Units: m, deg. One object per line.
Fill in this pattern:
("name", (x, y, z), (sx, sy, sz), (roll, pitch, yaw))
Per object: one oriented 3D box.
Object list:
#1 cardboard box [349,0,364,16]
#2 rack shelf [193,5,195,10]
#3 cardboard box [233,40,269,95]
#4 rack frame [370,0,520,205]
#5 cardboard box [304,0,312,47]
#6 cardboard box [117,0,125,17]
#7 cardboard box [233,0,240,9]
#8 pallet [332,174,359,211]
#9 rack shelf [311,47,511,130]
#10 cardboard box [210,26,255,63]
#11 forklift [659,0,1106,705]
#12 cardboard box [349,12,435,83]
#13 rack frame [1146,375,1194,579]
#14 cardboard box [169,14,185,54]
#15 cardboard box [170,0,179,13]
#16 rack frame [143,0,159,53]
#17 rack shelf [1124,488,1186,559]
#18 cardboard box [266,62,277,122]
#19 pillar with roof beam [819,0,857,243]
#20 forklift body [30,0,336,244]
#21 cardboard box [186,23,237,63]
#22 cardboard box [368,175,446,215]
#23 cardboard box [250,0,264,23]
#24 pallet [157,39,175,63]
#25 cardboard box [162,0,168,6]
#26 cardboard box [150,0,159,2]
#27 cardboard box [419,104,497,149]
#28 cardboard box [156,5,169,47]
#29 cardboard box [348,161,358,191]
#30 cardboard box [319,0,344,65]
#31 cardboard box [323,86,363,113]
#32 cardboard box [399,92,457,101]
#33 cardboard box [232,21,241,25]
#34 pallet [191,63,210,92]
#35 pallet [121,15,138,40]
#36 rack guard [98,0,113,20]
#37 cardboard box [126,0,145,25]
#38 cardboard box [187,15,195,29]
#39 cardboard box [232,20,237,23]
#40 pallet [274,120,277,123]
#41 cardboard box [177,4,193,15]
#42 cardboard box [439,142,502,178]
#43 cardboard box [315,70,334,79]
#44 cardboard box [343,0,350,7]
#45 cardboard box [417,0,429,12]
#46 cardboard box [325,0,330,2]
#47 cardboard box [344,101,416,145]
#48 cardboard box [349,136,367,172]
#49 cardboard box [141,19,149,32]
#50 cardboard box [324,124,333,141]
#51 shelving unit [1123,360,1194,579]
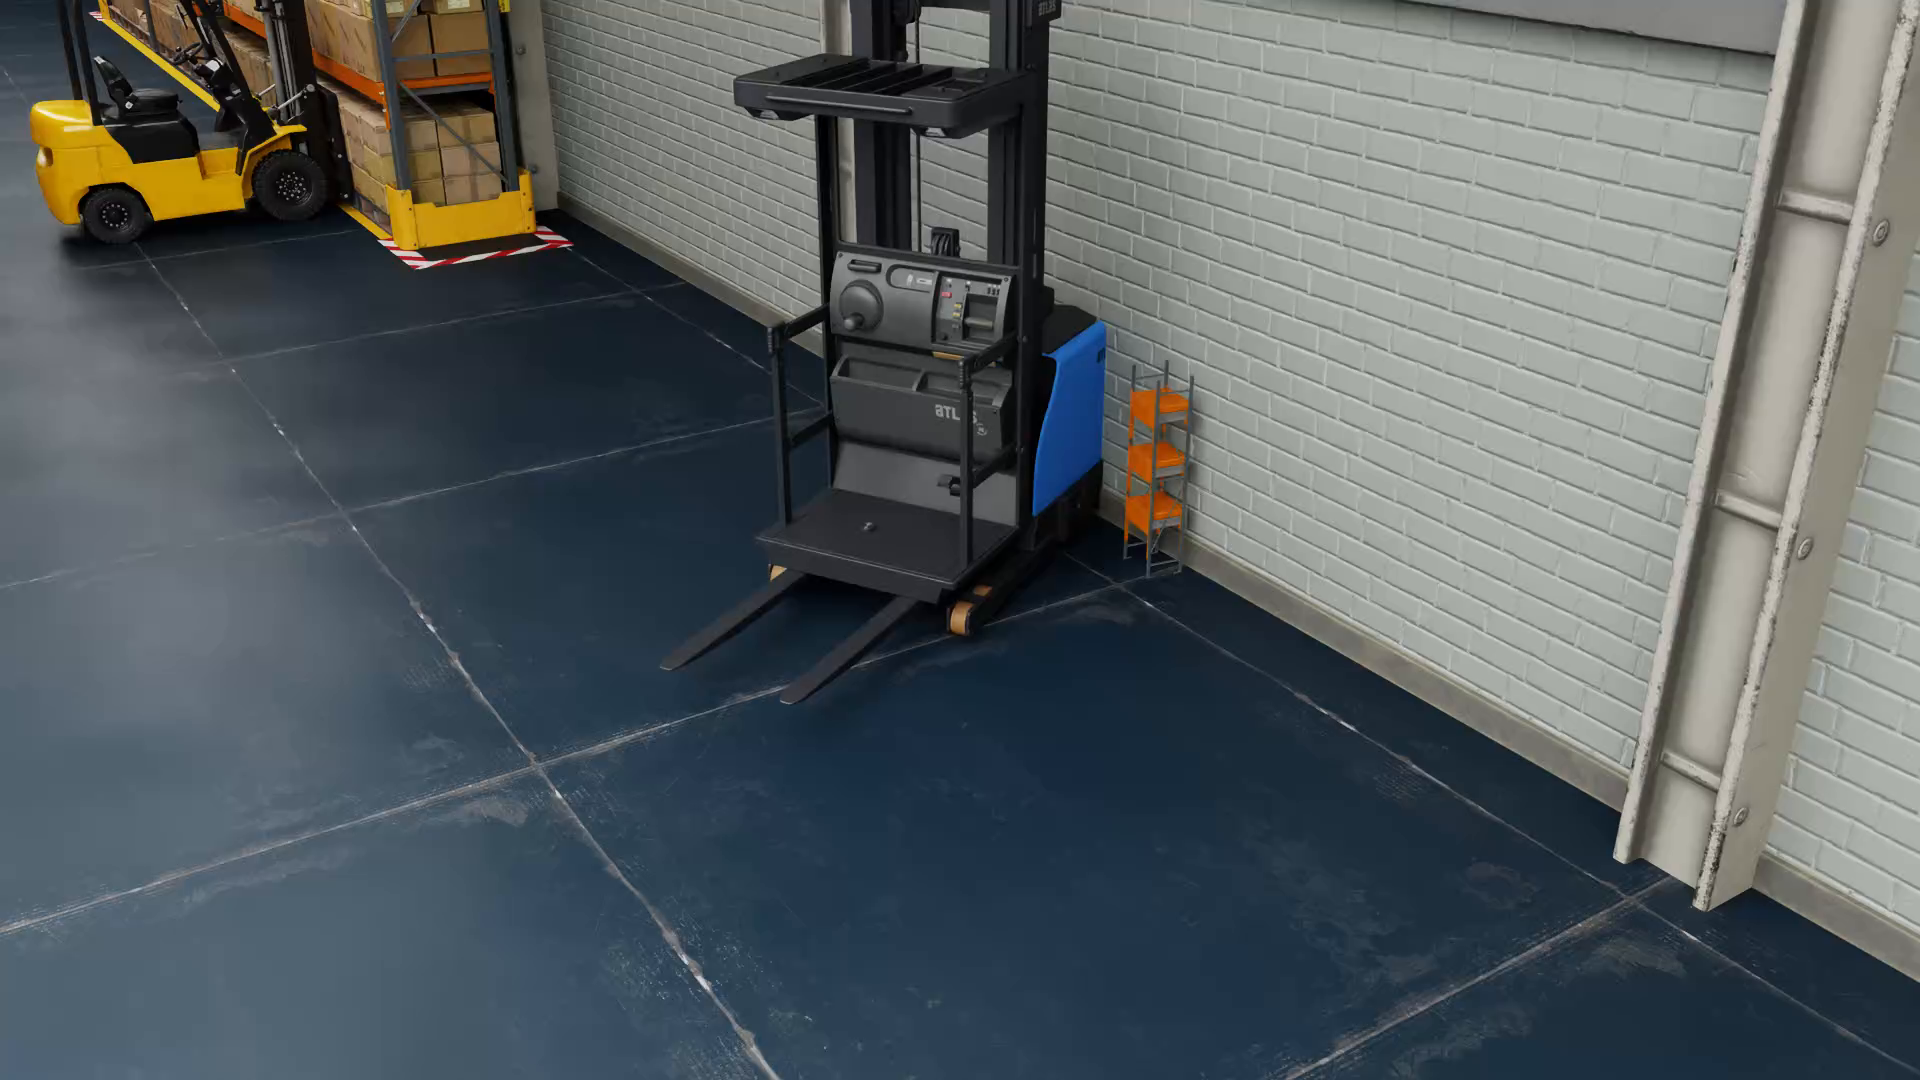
("cardboard box", (-4.834, -4.449, 13.784), (0.380, 0.149, 0.250), (-15, 29, -29))
("rack shelf", (-9.704, -7.219, 21.371), (1.077, 0.370, 4.000), (-16, 29, -30))
("cardboard box", (-7.552, -5.246, 18.638), (0.875, 0.625, 0.625), (-17, 30, -32))
("rack frame", (-4.245, -3.967, 13.640), (1.000, 3.000, 0.127), (-16, 29, -30))
("cardboard box", (-5.830, -4.860, 15.415), (0.500, 0.500, 0.500), (-16, 30, -30))
("cardboard box", (-12.291, -8.194, 25.030), (0.700, 0.500, 0.500), (-14, 29, -27))
("cardboard box", (-7.448, -5.813, 17.725), (0.500, 0.250, 0.500), (-15, 29, -29))
("pallet", (-5.360, -3.406, 15.718), (1.003, 0.211, 1.213), (-16, 29, -30))
("rack shelf", (-5.337, -4.357, 15.309), (1.077, 0.370, 4.000), (-16, 29, -30))
("cardboard box", (-8.283, -5.718, 19.640), (0.875, 0.625, 0.625), (-15, 29, -28))
("forklift", (-0.288, -1.090, 7.625), (1.130, 2.935, 3.031), (13, 28, 25))
("cardboard box", (-4.734, -4.127, 13.862), (0.500, 0.500, 0.500), (-16, 30, -31))
("rack frame", (1.027, -0.297, 8.149), (0.200, 1.050, 0.008), (-10, 27, -21))
("cardboard box", (-9.875, -6.539, 21.524), (0.500, 0.500, 0.500), (-17, 30, -31))
("cardboard box", (-10.058, -6.970, 21.676), (0.380, 0.149, 0.250), (-14, 29, -28))
("rack frame", (-10.796, -8.259, 22.732), (1.000, 3.000, 0.127), (-16, 29, -30))
("rack shelf", (0.979, -0.084, 8.374), (0.215, 0.259, 0.240), (-10, 27, -21))
("cardboard box", (-6.723, -4.698, 17.478), (0.875, 0.625, 0.625), (-14, 29, -27))
("pillar with roof beam", (-4.202, -3.990, 6.661), (9.100, 9.000, 0.400), (-16, 29, -30))
("forklift body", (-6.809, -3.837, 14.358), (2.313, 2.155, 1.214), (-16, 29, -30))
("cardboard box", (-9.288, -6.171, 20.744), (0.500, 0.500, 0.500), (-16, 30, -30))
("cardboard box", (-4.766, -3.008, 14.338), (0.500, 0.250, 0.500), (-15, 29, -29))
("cardboard box", (-6.923, -5.449, 16.956), (0.500, 0.250, 0.500), (-15, 29, -28))
("pallet", (-10.320, -6.716, 22.730), (1.003, 0.211, 1.213), (-16, 29, -30))
("cardboard box", (-10.458, -7.252, 22.274), (0.380, 0.149, 0.250), (-17, 30, -32))
("cardboard box", (-10.823, -7.422, 22.635), (0.380, 0.149, 0.250), (-14, 29, -27))
("cardboard box", (-4.349, -3.582, 14.382), (0.500, 0.250, 0.500), (-16, 30, -30))
("cardboard box", (-10.422, -6.905, 22.300), (0.500, 0.500, 0.500), (-16, 30, -30))
("cardboard box", (-5.296, -3.369, 15.103), (0.500, 0.250, 0.500), (-15, 29, -29))
("cardboard box", (-5.289, -4.498, 14.648), (0.500, 0.500, 0.500), (-16, 30, -31))
("cardboard box", (-5.596, -4.000, 15.268), (0.500, 0.250, 0.500), (-16, 30, -31))
("cardboard box", (-4.889, -3.941, 15.143), (0.500, 0.250, 0.500), (-16, 30, -30))
("cardboard box", (-8.859, -6.284, 20.985), (0.500, 0.500, 0.500), (-15, 29, -29))
("pallet", (-8.988, -5.844, 20.881), (1.003, 0.211, 1.213), (-16, 29, -30))
("pallet", (-11.840, -7.681, 24.774), (1.003, 0.211, 1.213), (-16, 29, -30))
("rack guard", (-12.938, -8.533, 26.239), (1.175, 0.500, 0.348), (-16, 29, -30))
("cardboard box", (-11.724, -7.823, 24.243), (0.700, 0.500, 0.500), (-17, 30, -31))
("cardboard box", (-9.269, -6.390, 20.448), (0.380, 0.149, 0.250), (-17, 30, -32))
("cardboard box", (-8.961, -6.612, 20.920), (0.380, 0.149, 0.250), (-15, 29, -29))
("pallet", (-6.864, -4.391, 17.805), (1.003, 0.211, 1.213), (-16, 29, -30))
("cardboard box", (-9.795, -6.780, 21.275), (0.380, 0.149, 0.250), (-17, 30, -32))
("cardboard box", (-4.328, -3.356, 14.490), (0.500, 0.250, 0.500), (-15, 29, -29))
("cardboard box", (-6.157, -4.365, 16.041), (0.500, 0.250, 0.500), (-15, 29, -29))
("cardboard box", (-5.050, -4.647, 14.204), (0.380, 0.149, 0.250), (-16, 30, -30))
("cardboard box", (-4.401, -4.561, 14.021), (0.380, 0.149, 0.250), (-16, 29, -30))
("cardboard box", (-5.390, -4.818, 14.565), (0.380, 0.149, 0.250), (-15, 29, -29))
("cardboard box", (-5.042, -3.639, 14.503), (0.500, 0.250, 0.500), (-15, 29, -29))
("cardboard box", (-5.038, -3.423, 14.631), (0.500, 0.250, 0.500), (-16, 30, -30))
("cardboard box", (-11.346, -7.291, 23.528), (0.380, 0.149, 0.250), (-17, 30, -31))
("cardboard box", (-5.607, -3.783, 15.392), (0.500, 0.250, 0.500), (-16, 29, -30))
("shelving unit", (0.979, -0.345, 8.251), (0.215, 1.050, 0.252), (-10, 27, -21))
